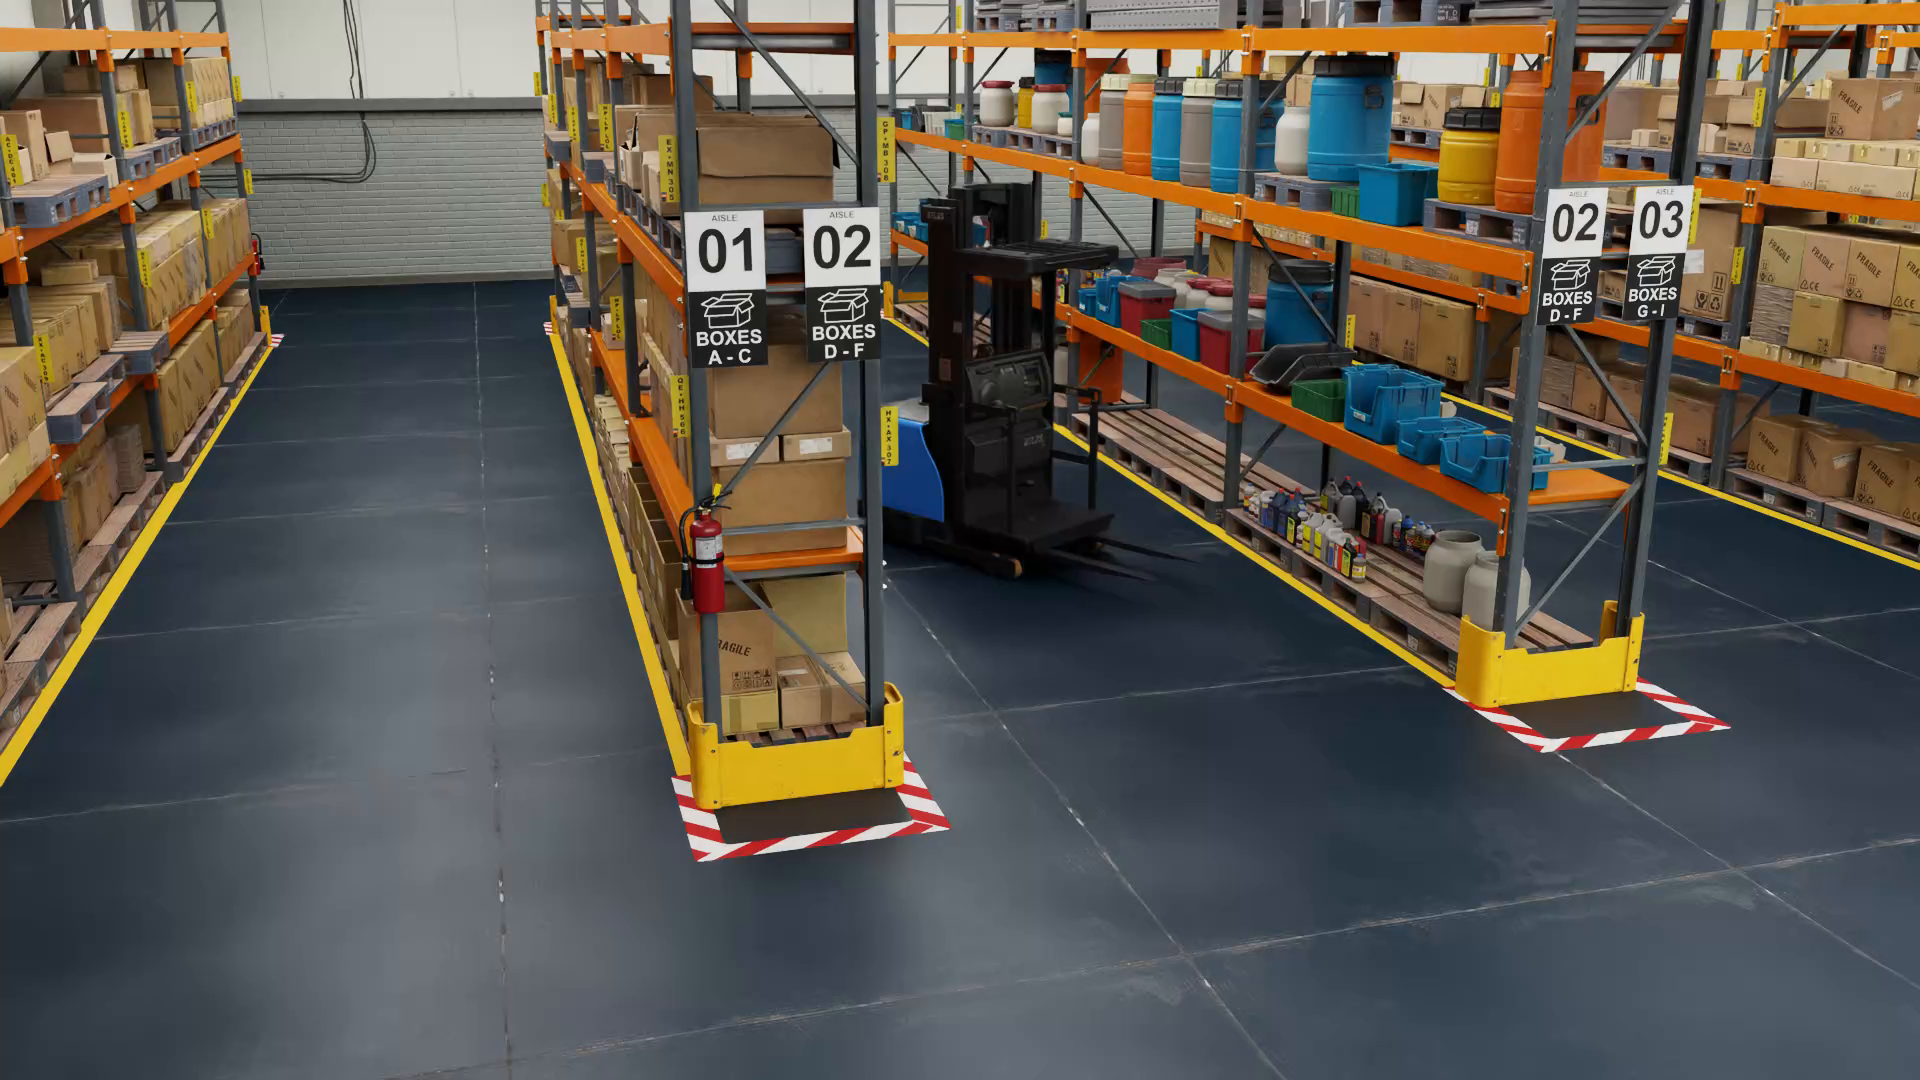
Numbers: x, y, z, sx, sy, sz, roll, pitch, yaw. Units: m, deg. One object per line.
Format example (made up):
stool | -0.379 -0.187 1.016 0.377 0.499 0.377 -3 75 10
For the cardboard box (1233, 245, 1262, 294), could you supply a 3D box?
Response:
cardboard box | 4.714 -4.033 25.127 0.875 0.875 0.875 -5 17 -15

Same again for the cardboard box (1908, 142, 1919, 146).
cardboard box | 8.115 -3.223 13.821 0.380 0.149 0.250 -5 18 -17

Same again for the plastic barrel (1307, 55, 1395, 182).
plastic barrel | 2.918 -3.155 12.425 0.600 0.901 0.708 -5 17 -15

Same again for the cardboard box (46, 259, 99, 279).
cardboard box | -7.754 -2.360 14.529 0.380 0.149 0.250 -7 18 -22

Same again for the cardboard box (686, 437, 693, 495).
cardboard box | -1.313 -0.524 10.310 0.700 0.500 0.500 -5 17 -15

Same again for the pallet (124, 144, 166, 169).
pallet | -8.416 -3.713 16.213 1.003 0.211 1.213 -4 17 -13

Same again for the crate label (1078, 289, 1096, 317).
crate label | 1.403 -2.441 17.155 0.303 0.233 0.416 -5 17 -15

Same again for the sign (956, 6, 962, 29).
sign | -0.026 -7.647 24.327 0.100 0.325 0.005 -5 17 -15

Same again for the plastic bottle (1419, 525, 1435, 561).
plastic bottle | 3.554 0.021 12.647 0.097 0.271 0.097 0 17 0

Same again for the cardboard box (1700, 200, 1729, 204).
cardboard box | 10.061 -4.462 22.265 0.380 0.149 0.250 -5 17 -16

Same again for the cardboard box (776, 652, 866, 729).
cardboard box | -0.851 0.886 9.838 0.500 0.250 0.500 -5 17 -15

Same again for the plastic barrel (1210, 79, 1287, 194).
plastic barrel | 2.399 -3.361 13.842 0.600 0.901 0.708 -5 17 -15

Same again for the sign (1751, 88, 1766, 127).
sign | 6.977 -3.780 14.526 0.100 0.325 0.005 -5 17 -15

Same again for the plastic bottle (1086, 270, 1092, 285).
plastic bottle | 1.517 -3.105 19.297 0.097 0.271 0.097 0 17 0

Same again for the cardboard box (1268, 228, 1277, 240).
cardboard box | 4.629 -4.388 23.783 0.380 0.149 0.250 -4 17 -14

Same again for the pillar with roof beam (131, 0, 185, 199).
pillar with roof beam | -7.511 -7.989 24.905 9.100 9.000 0.400 -5 17 -15

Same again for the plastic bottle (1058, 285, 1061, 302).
plastic bottle | 1.112 -2.684 18.017 0.097 0.201 0.097 0 17 0

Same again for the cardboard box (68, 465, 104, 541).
cardboard box | -7.288 -0.277 13.239 0.700 0.500 0.500 -4 17 -15

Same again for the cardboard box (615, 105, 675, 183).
cardboard box | -2.132 -2.763 11.574 0.500 0.500 0.500 -3 17 -11

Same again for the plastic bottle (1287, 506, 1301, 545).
plastic bottle | 2.627 -0.113 13.072 0.061 0.283 0.133 -4 17 -13

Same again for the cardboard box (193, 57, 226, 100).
cardboard box | -9.486 -5.750 20.718 0.500 0.500 0.500 -4 17 -14

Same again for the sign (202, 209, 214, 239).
sign | -8.458 -3.553 18.690 0.100 0.325 0.005 -5 17 -15

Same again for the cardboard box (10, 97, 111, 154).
cardboard box | -8.064 -3.706 14.924 0.700 0.500 0.500 -6 18 -20

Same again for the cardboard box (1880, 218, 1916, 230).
cardboard box | 11.321 -3.825 19.559 0.700 0.500 0.500 -5 17 -16

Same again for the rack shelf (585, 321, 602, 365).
rack shelf | -3.665 -2.485 18.262 1.077 0.370 4.000 -5 17 -15

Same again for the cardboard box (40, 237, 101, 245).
cardboard box | -8.391 -2.692 15.669 0.500 0.250 0.500 -5 18 -17

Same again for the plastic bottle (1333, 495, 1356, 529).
plastic bottle | 3.118 -0.240 13.506 0.152 0.276 0.135 -5 17 -15

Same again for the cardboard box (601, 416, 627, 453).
cardboard box | -2.964 -0.975 15.060 0.500 0.311 0.500 -5 17 -17

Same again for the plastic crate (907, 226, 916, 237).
plastic crate | -0.604 -4.405 23.758 0.250 0.136 0.298 -5 17 -15

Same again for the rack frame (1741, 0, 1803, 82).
rack frame | 13.740 -8.928 28.033 1.000 3.000 0.127 -5 17 -15

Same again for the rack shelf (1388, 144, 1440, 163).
rack shelf | 5.860 -4.704 20.435 1.077 0.370 4.000 -5 17 -15

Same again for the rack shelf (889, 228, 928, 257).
rack shelf | -0.001 -3.982 23.246 1.077 0.370 4.000 -5 17 -15

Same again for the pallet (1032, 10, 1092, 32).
pallet | 1.479 -5.460 17.511 1.213 0.211 1.003 -5 17 -15

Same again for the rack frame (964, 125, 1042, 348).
rack frame | 0.549 -3.774 21.301 1.000 3.000 0.127 -5 17 -15

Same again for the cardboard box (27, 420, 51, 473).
cardboard box | -6.357 -0.608 10.989 0.500 0.250 0.500 -5 17 -15

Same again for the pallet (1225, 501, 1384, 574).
pallet | 2.892 -0.036 13.706 1.003 0.211 1.213 -5 17 -15

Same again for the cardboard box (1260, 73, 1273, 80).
cardboard box | 4.633 -6.561 24.289 0.700 0.500 0.500 -6 18 -19

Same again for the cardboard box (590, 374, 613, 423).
cardboard box | -3.599 -1.530 17.413 0.500 0.500 0.500 -4 17 -13

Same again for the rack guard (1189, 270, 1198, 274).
rack guard | 4.205 -4.081 26.670 1.175 0.500 0.348 -5 17 -15

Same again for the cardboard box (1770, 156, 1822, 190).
cardboard box | 7.387 -3.172 14.346 0.500 0.250 0.500 -5 18 -17

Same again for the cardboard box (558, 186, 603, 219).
cardboard box | -4.603 -4.029 20.240 0.500 0.500 0.500 -5 17 -15

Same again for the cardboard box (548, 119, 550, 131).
cardboard box | -5.010 -5.277 21.351 0.500 0.250 0.500 -5 17 -15

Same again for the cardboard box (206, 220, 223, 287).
cardboard box | -9.110 -3.285 19.154 0.980 0.700 0.700 -4 17 -14

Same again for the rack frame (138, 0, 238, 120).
rack frame | -10.076 -6.970 21.514 1.000 3.000 0.127 -5 17 -15

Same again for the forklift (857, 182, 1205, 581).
forklift | 0.543 -1.266 13.072 3.031 2.935 1.130 15 23 41

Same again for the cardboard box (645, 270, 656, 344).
cardboard box | -1.889 -1.717 12.026 0.700 0.500 0.500 -5 17 -15

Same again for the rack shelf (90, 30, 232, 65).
rack shelf | -9.527 -5.881 19.833 1.077 0.370 4.000 -5 17 -15

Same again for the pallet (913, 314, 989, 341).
pallet | -0.030 -2.977 23.494 1.003 0.211 1.213 -5 17 -15

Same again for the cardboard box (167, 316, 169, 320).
cardboard box | -8.126 -2.236 16.585 0.380 0.149 0.250 -4 17 -14

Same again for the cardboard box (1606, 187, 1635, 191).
cardboard box | 9.718 -5.307 23.977 0.500 0.500 0.500 -5 18 -17

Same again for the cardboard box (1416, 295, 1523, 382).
cardboard box | 6.240 -2.435 19.807 1.225 0.875 0.875 -6 18 -18

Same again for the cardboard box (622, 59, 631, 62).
cardboard box | -4.387 -5.627 20.346 0.700 0.500 0.500 -5 17 -15

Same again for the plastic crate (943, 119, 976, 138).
plastic crate | -0.009 -5.357 21.648 0.416 0.233 0.300 -5 17 -15

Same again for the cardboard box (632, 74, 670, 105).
cardboard box | -2.327 -3.425 13.152 0.500 0.500 0.500 -3 17 -10

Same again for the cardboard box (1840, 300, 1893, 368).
cardboard box | 7.911 -1.742 13.846 0.875 0.500 0.500 -5 17 -15

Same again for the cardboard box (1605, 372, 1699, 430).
cardboard box | 7.094 -1.426 17.064 0.700 0.500 0.500 -6 18 -20

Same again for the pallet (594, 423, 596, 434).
pallet | -3.285 -1.151 17.416 1.003 0.211 1.213 -5 17 -15

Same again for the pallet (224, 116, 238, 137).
pallet | -9.862 -5.287 21.278 1.003 0.211 1.213 -5 17 -15

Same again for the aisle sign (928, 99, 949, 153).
aisle sign | -0.289 -6.168 24.754 0.394 0.787 0.004 -5 17 -15
